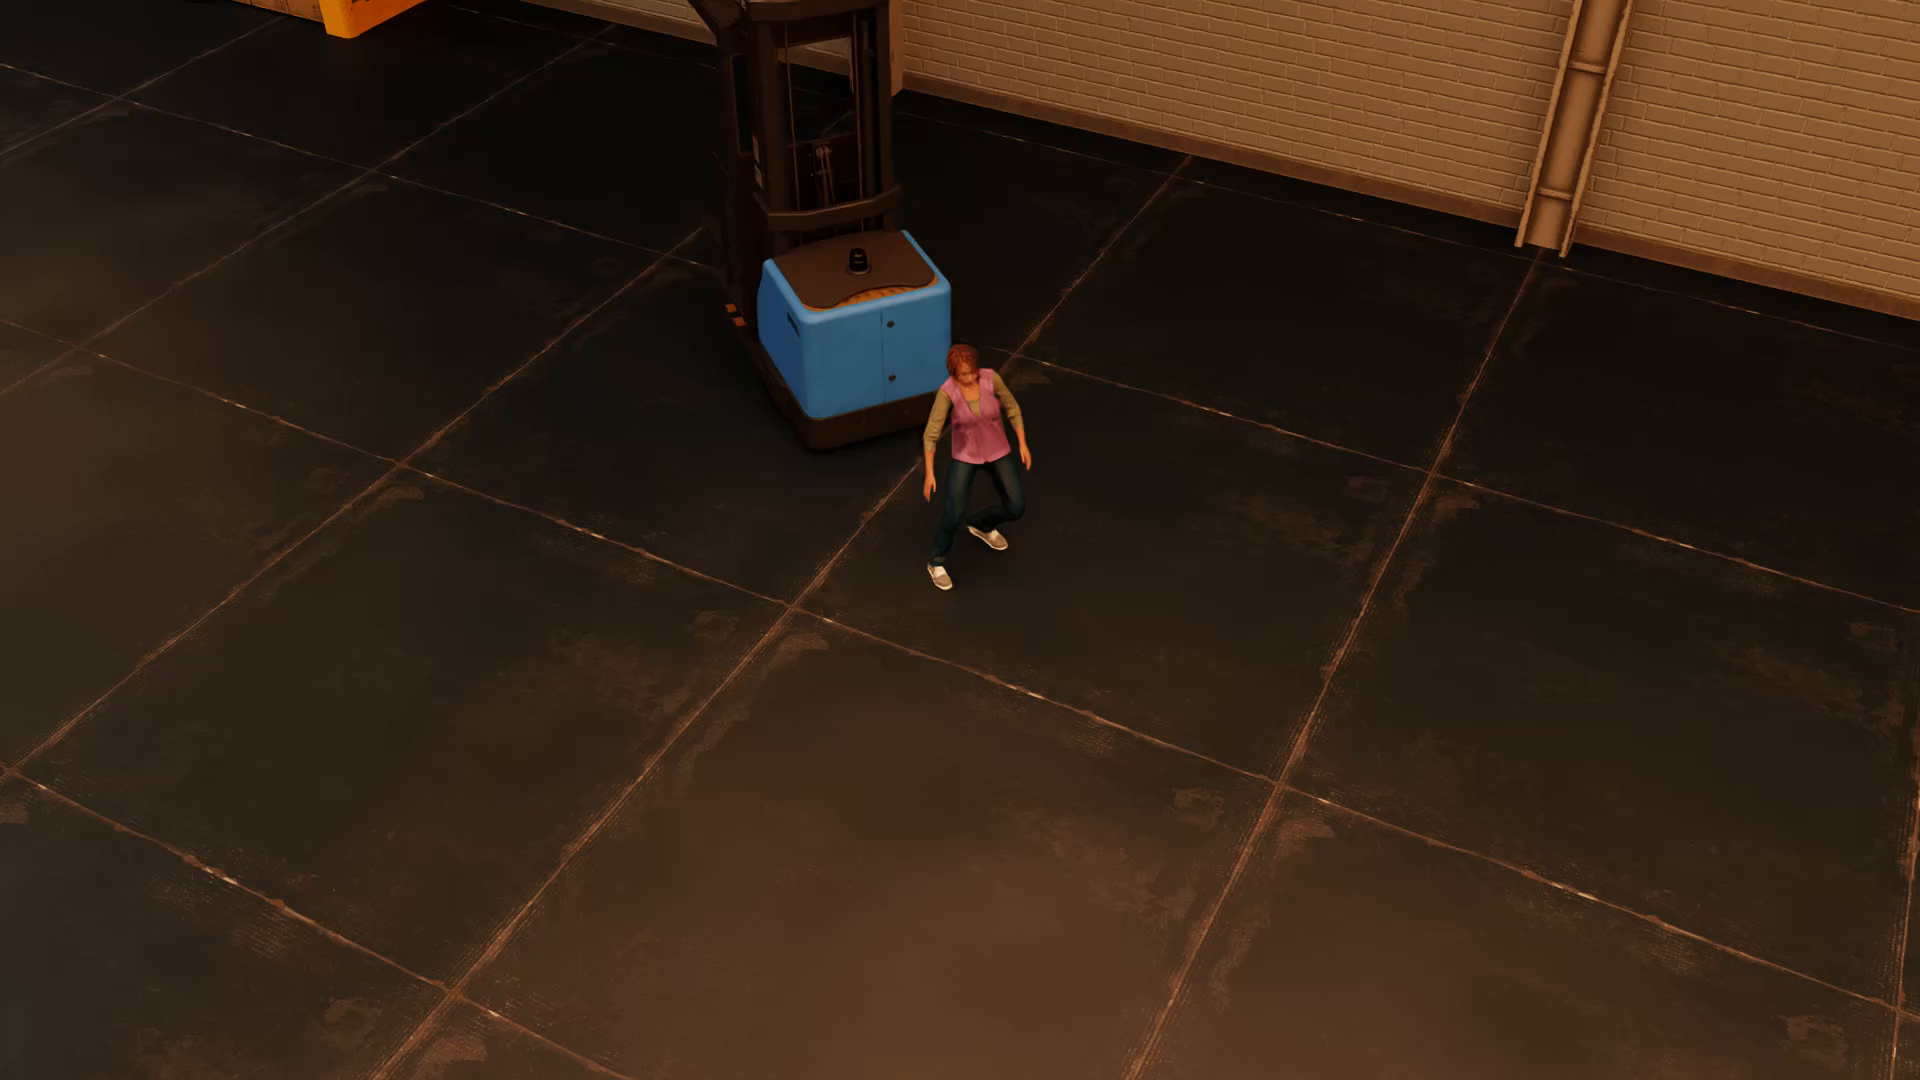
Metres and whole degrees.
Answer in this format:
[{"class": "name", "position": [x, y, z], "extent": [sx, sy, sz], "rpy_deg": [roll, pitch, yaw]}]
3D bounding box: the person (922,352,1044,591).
[{"class": "person", "position": [0.116, -0.402, 9.609], "extent": [0.704, 1.448, 0.609], "rpy_deg": [-8, 41, -9]}]

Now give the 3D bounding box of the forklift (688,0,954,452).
[{"class": "forklift", "position": [-1.081, -2.648, 11.130], "extent": [1.130, 2.935, 3.031], "rpy_deg": [-16, 43, -18]}]
